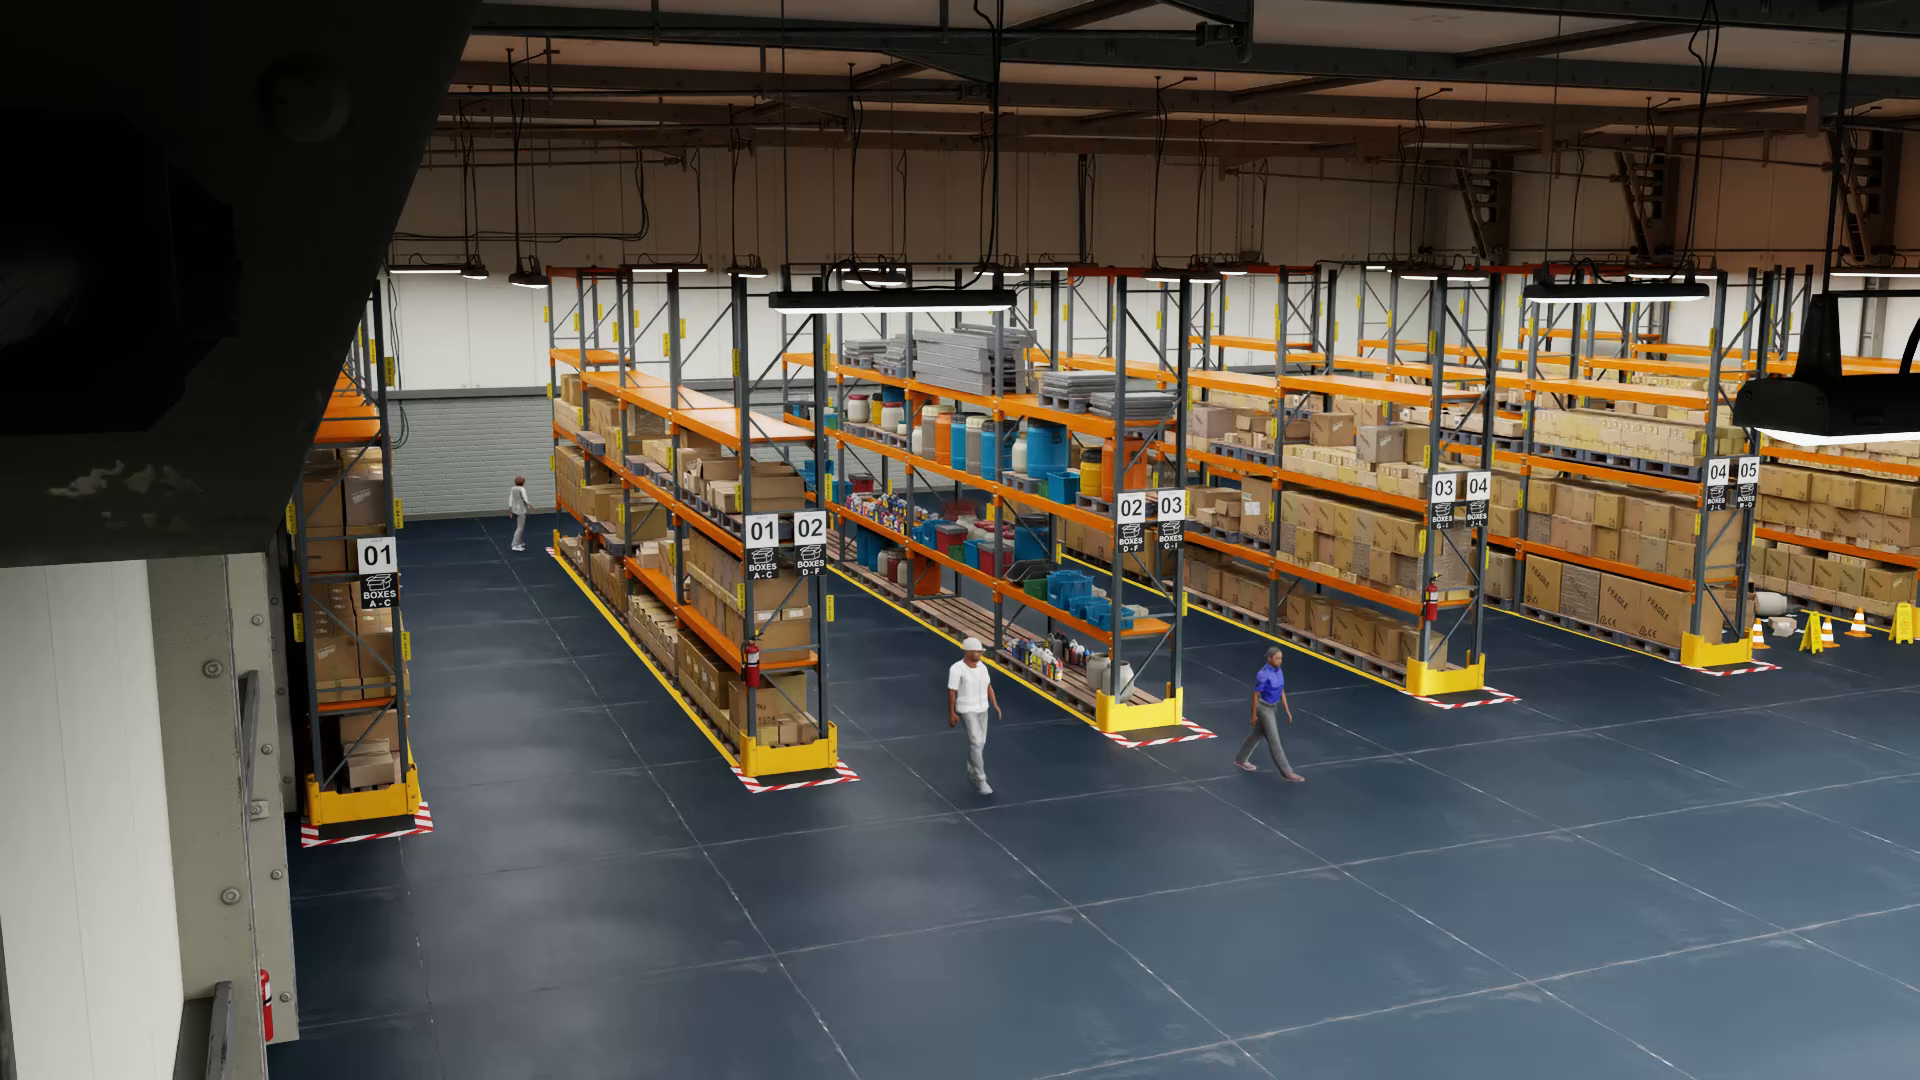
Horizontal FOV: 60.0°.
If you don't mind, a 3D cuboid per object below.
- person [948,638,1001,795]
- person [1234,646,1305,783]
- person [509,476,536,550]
[{"bbox_3d":[0.249,2.069,19.770,0.593,1.783,0.687,-9,14,-43],"label":"person"},{"bbox_3d":[3.764,2.068,20.032,1.019,1.599,0.486,6,12,32],"label":"person"},{"bbox_3d":[-9.406,-0.590,35.452,0.514,1.569,0.655,7,12,36],"label":"person"}]
